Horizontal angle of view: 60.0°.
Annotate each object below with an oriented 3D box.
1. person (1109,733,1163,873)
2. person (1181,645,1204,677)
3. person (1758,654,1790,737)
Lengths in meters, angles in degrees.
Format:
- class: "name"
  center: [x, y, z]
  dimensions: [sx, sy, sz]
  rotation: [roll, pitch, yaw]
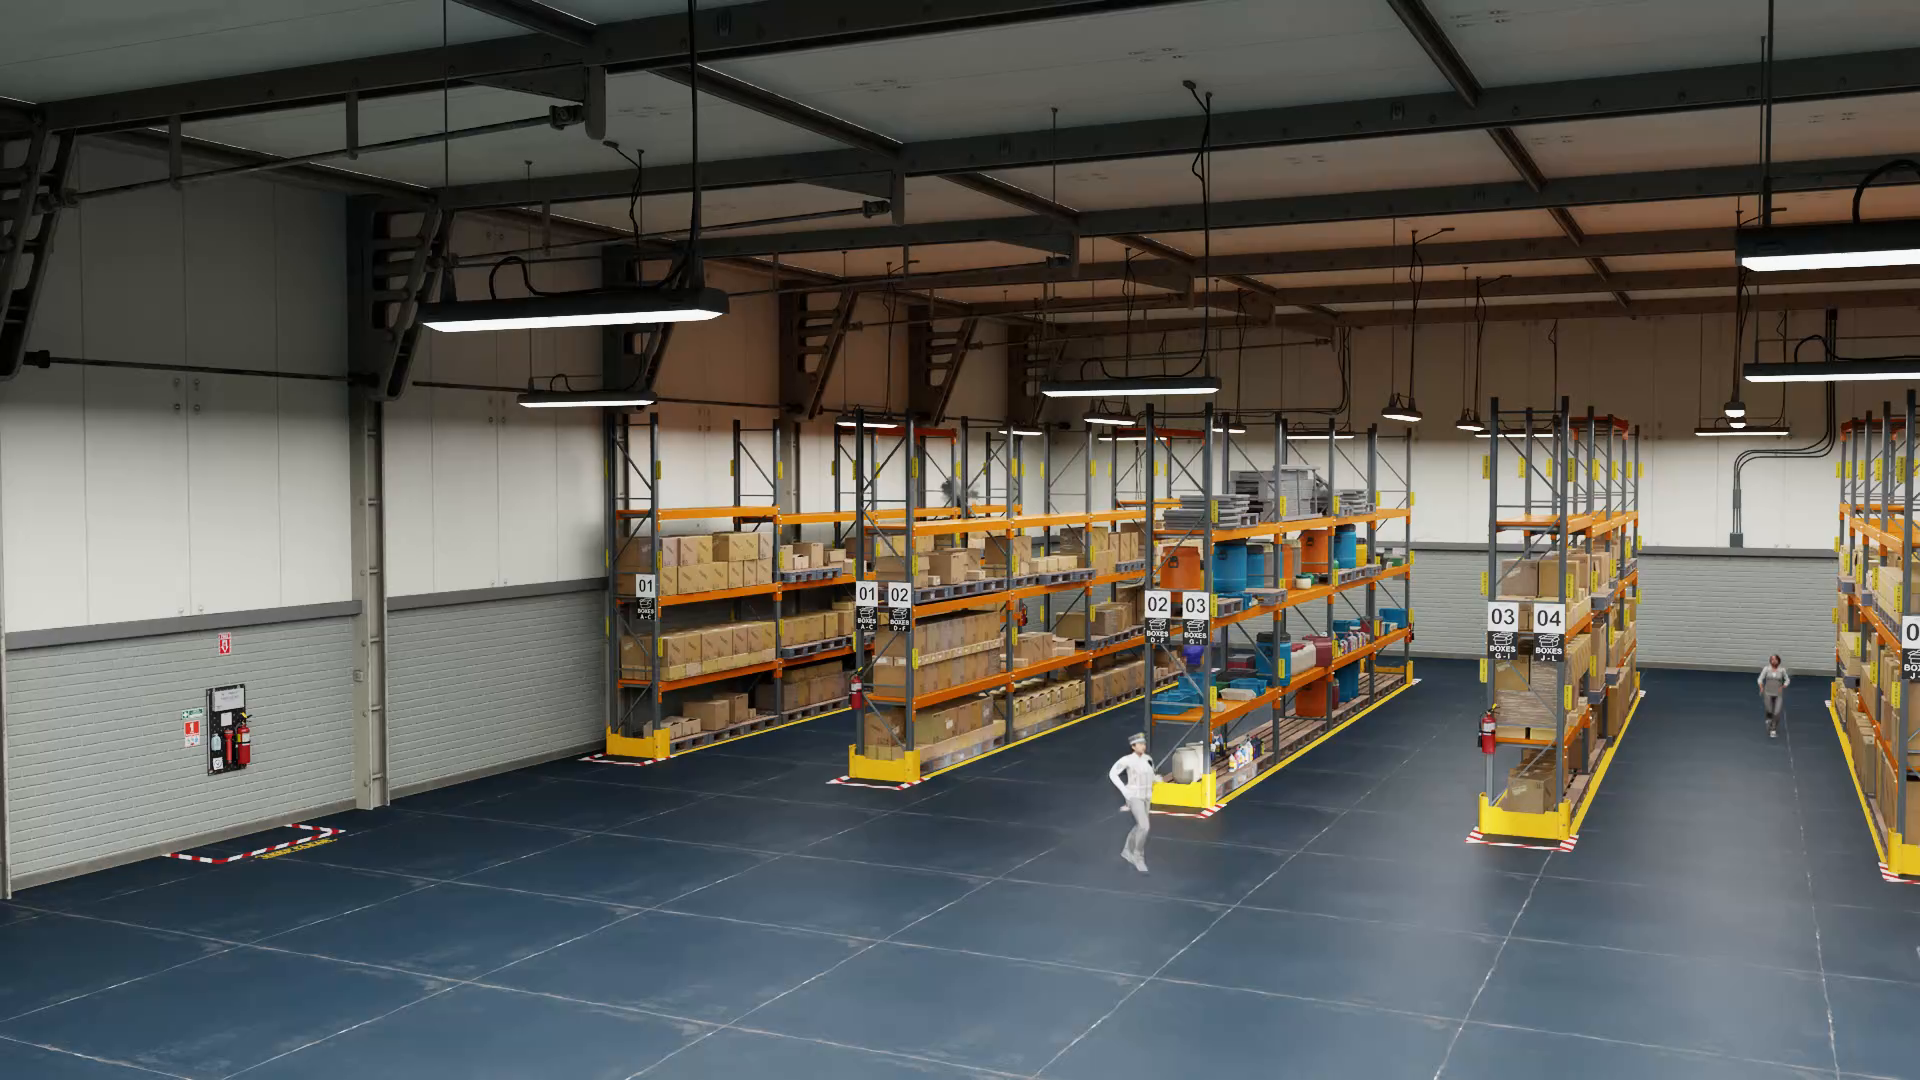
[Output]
- class: "person"
  center: [2.247, 3.282, 20.850]
  dimensions: [0.590, 1.744, 0.683]
  rotation: [-2, 3, -40]
- class: "person"
  center: [4.901, 2.739, 34.754]
  dimensions: [0.588, 1.653, 0.827]
  rotation: [1, 3, 19]
- class: "person"
  center: [15.298, 2.920, 31.259]
  dimensions: [0.549, 1.555, 0.537]
  rotation: [1, 3, 26]
